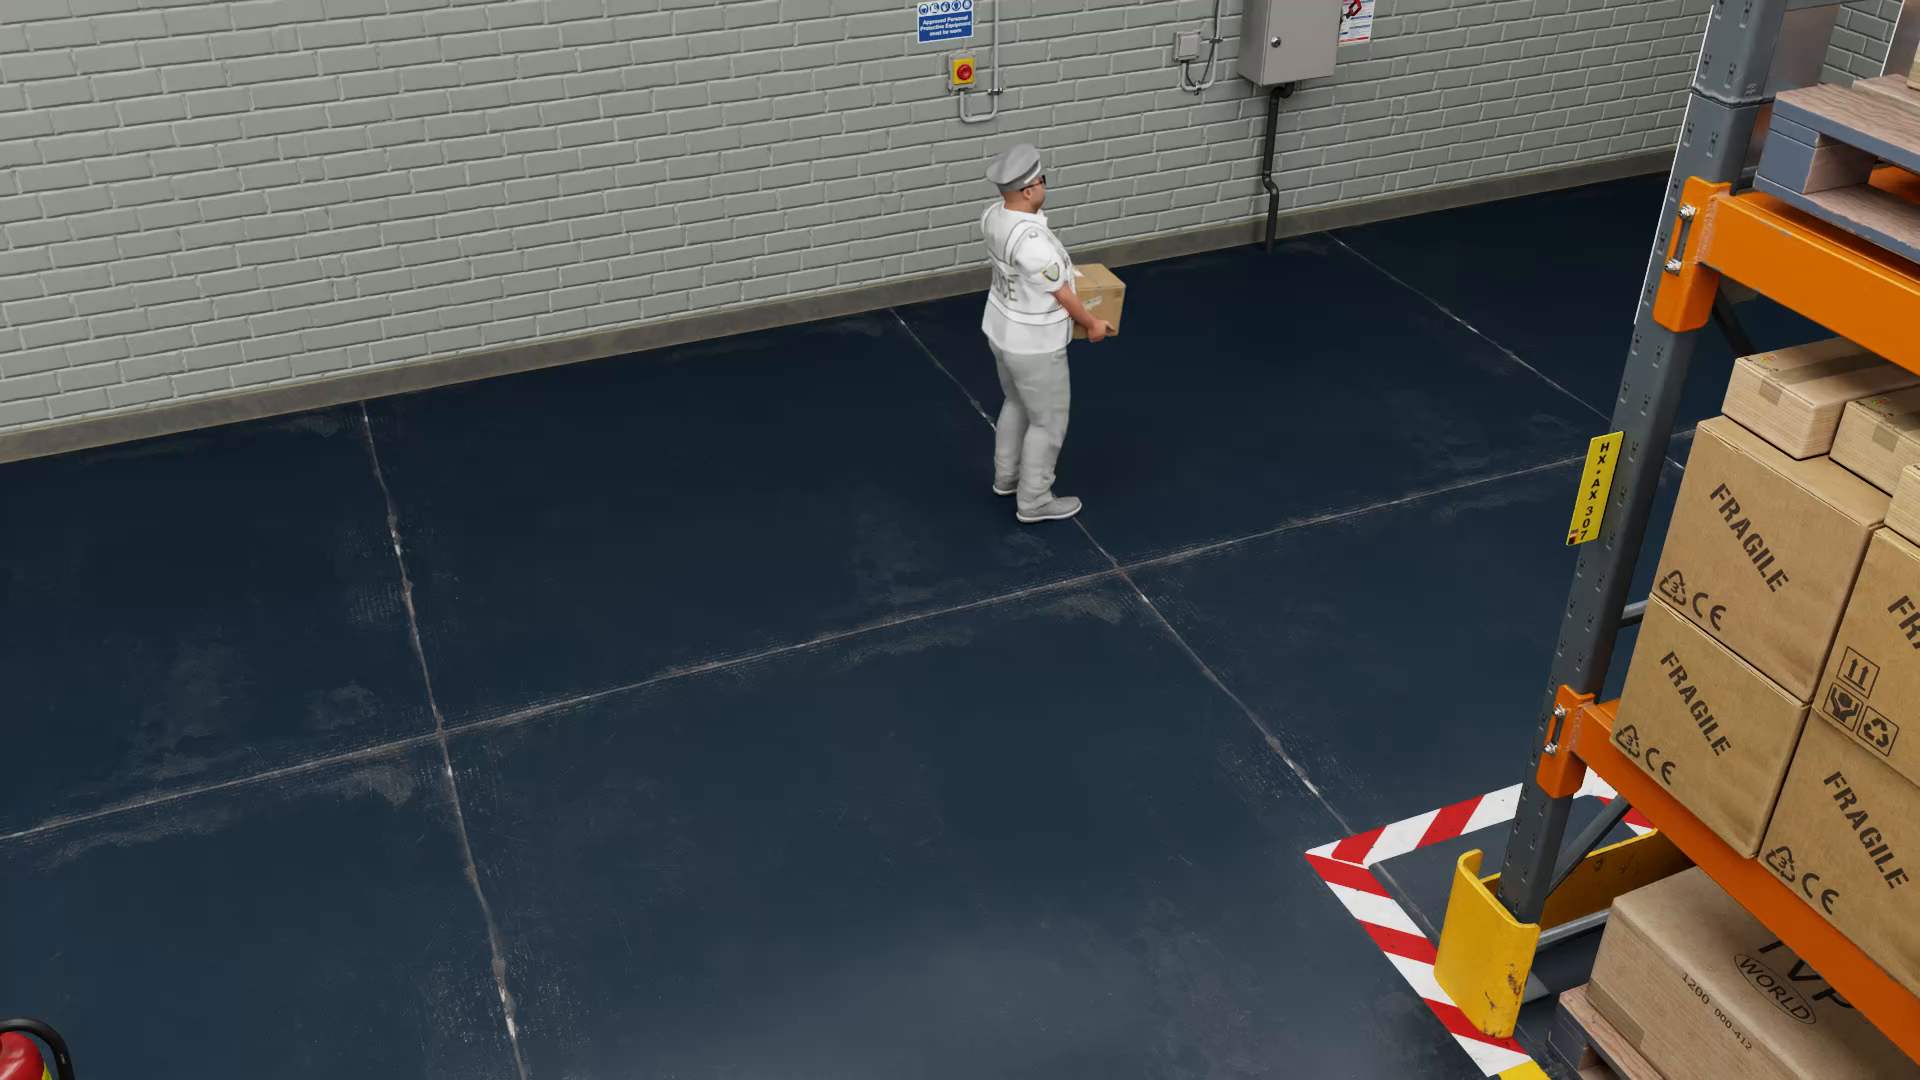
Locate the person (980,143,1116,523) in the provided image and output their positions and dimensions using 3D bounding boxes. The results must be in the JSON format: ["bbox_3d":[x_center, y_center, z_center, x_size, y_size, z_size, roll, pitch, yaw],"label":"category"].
[{"bbox_3d":[0.384,-0.949,7.558,0.561,1.772,0.496,-13,35,-19],"label":"person"}]
